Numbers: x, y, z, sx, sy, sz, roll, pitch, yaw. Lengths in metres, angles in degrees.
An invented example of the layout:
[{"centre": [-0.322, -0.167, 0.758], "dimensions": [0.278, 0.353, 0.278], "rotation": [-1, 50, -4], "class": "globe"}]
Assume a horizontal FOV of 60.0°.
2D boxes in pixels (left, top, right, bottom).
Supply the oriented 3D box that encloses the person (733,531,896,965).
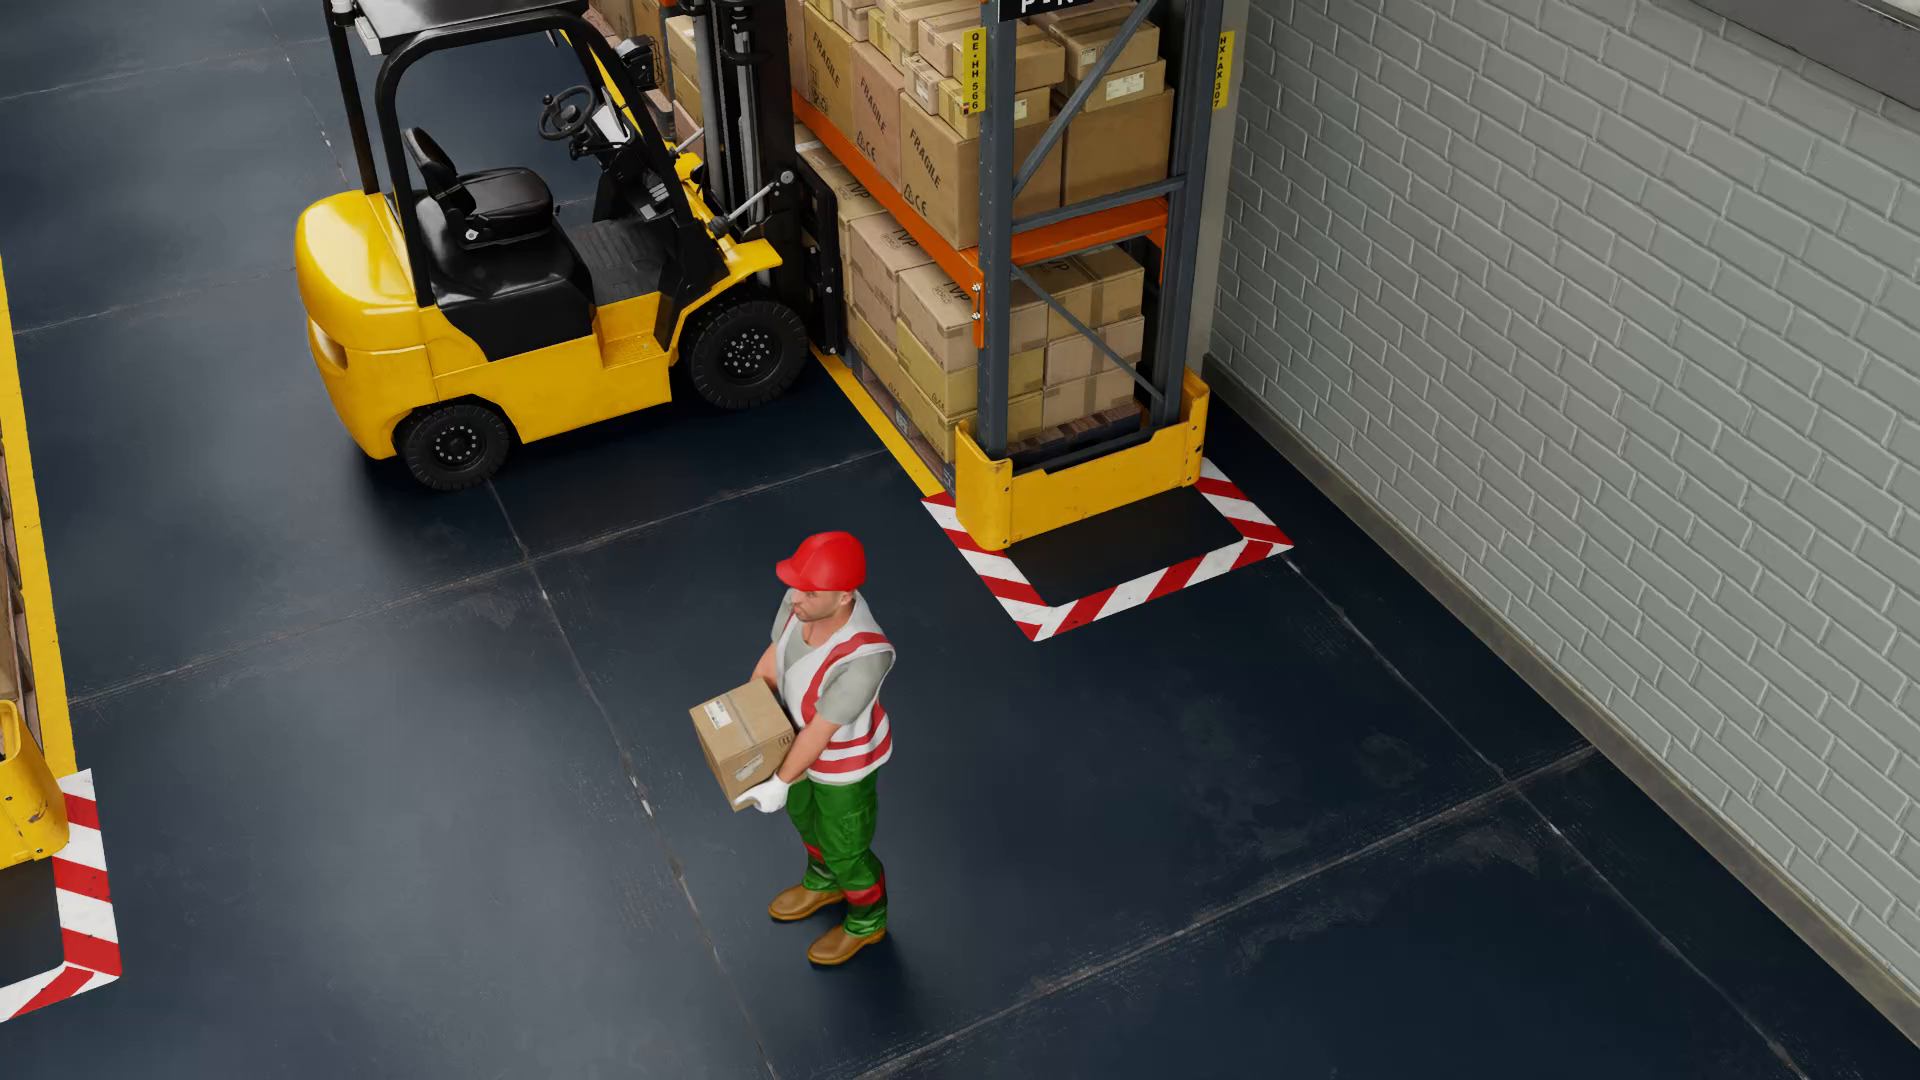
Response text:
[{"centre": [-0.502, 0.705, 5.326], "dimensions": [0.559, 1.786, 0.495], "rotation": [-19, 44, -20], "class": "person"}]
